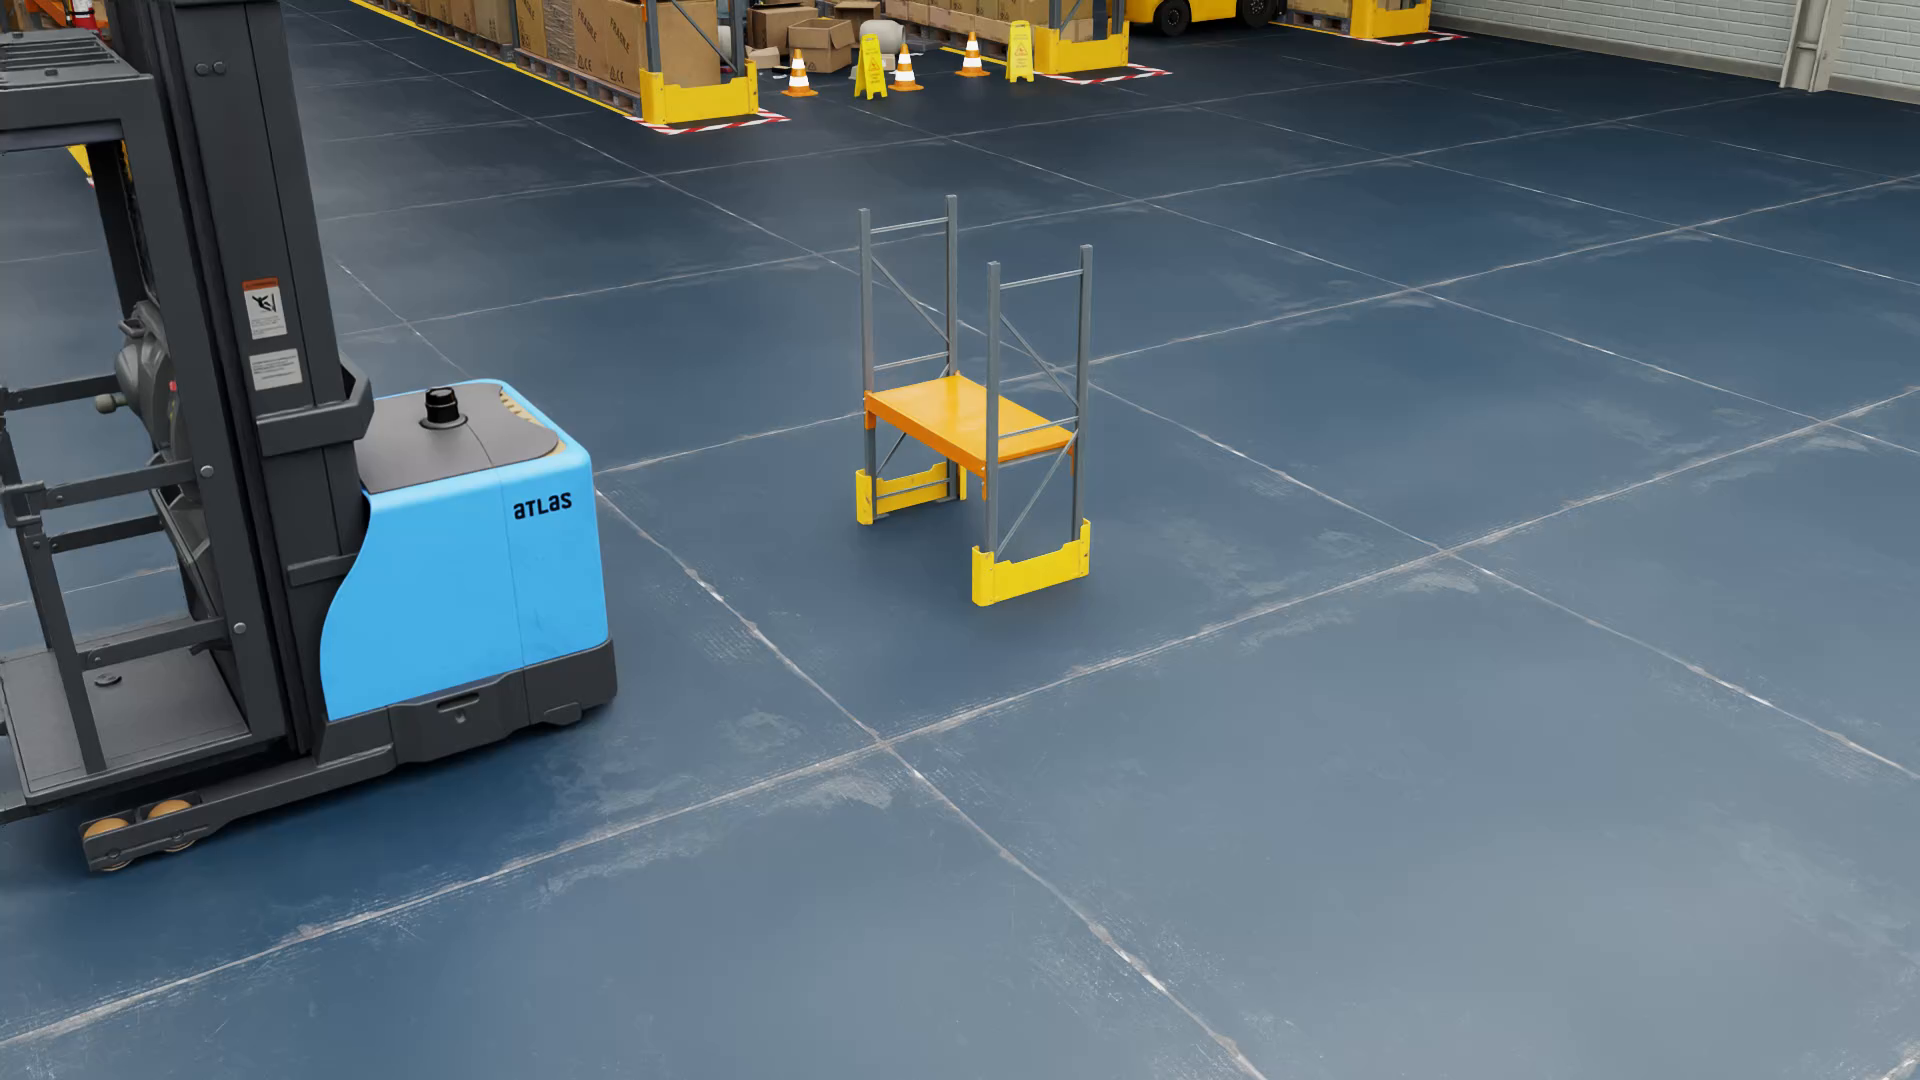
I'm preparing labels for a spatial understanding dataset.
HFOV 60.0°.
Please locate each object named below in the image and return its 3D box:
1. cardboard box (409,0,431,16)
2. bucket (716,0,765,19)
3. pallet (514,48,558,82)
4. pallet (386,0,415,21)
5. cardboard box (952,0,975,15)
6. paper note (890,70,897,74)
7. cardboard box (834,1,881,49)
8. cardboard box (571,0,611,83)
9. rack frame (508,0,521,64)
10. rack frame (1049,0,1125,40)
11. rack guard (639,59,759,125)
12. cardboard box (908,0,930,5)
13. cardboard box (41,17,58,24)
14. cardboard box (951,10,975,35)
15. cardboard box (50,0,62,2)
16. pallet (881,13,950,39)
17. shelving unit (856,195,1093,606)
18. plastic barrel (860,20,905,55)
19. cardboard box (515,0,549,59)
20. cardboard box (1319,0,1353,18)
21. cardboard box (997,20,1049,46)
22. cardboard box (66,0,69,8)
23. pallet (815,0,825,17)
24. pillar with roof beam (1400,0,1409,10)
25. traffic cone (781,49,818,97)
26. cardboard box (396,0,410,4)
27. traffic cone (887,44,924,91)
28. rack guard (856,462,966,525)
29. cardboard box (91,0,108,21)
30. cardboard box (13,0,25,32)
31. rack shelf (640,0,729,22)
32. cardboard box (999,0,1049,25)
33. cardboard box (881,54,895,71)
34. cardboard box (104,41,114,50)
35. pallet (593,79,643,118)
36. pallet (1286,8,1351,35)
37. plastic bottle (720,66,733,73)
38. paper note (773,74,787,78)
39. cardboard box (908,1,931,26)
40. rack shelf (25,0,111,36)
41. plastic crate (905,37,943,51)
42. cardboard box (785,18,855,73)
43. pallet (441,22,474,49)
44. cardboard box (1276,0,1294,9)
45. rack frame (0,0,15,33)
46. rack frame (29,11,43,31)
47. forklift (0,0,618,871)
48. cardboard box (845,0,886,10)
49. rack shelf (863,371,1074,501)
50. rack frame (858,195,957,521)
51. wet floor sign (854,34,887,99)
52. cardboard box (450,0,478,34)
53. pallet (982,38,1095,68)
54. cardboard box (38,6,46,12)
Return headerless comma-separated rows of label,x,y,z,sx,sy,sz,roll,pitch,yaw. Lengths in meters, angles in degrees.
cardboard box,-6.742,-7.455,22.171,1.050,0.750,0.750,-16,30,-30
bucket,-2.809,-6.786,20.665,0.726,0.611,0.620,-6,16,-12
pallet,-4.466,-5.539,19.236,1.003,0.211,1.213,-16,29,-30
pallet,-7.424,-7.540,23.474,1.003,0.211,1.213,-16,29,-30
cardboard box,0.247,-6.729,20.340,0.500,0.500,0.500,-16,30,-31
paper note,-0.723,-5.381,19.112,0.142,0.019,0.148,18,31,33
cardboard box,-1.278,-6.450,20.825,0.500,0.500,0.500,3,25,6
cardboard box,-3.539,-5.430,17.736,0.875,0.875,0.875,-16,30,-30
rack frame,-4.815,-7.090,19.256,1.000,3.000,0.127,-16,29,-30
rack frame,1.461,-6.849,18.745,1.000,3.000,0.127,-16,29,-30
rack guard,-2.619,-4.521,16.740,1.175,0.500,0.348,-16,29,-30
cardboard box,-0.325,-7.103,21.133,0.500,0.500,0.500,-14,29,-28
cardboard box,-9.588,-5.439,18.170,0.700,0.500,0.500,-16,29,-30
cardboard box,0.227,-6.395,20.512,0.500,0.250,0.500,-17,30,-31
cardboard box,-8.078,-4.992,15.105,0.380,0.149,0.250,-16,29,-30
pallet,-0.327,-6.787,21.880,1.003,0.211,1.213,-16,29,-30
shelving unit,0.042,-0.651,7.372,0.587,1.500,1.083,-16,29,-30
plastic barrel,-0.936,-6.070,20.113,0.512,0.421,0.421,3,25,6
cardboard box,-4.531,-6.078,19.108,0.875,0.875,0.875,-15,29,-29
cardboard box,5.096,-7.048,21.896,0.500,0.250,0.500,-15,29,-29
cardboard box,0.781,-6.031,19.740,0.500,0.250,0.500,-16,29,-30
cardboard box,-7.610,-4.740,14.571,0.380,0.149,0.250,-16,29,-30
pallet,-1.819,-7.734,23.885,1.003,0.211,1.213,-16,29,-30
pillar with roof beam,2.385,-10.176,18.765,9.100,9.000,0.400,-16,29,-30
traffic cone,-1.732,-5.033,17.870,0.336,0.463,0.334,-16,29,-30
cardboard box,-7.577,-7.755,23.100,0.500,0.500,0.500,-16,29,-30
traffic cone,-0.599,-5.175,18.170,0.336,0.463,0.334,-16,29,-30
rack guard,-0.230,-0.264,8.016,0.587,0.250,0.087,-16,29,-30
cardboard box,-7.171,-4.480,14.021,0.380,0.149,0.250,-16,29,-30
cardboard box,-10.827,-6.235,19.856,0.700,0.500,0.500,-17,30,-32
rack shelf,-3.723,-6.050,17.894,1.077,0.370,4.000,-16,29,-30
cardboard box,0.805,-6.361,19.561,0.500,0.500,0.500,-15,29,-29
cardboard box,-0.947,-5.558,19.349,0.380,0.149,0.250,-1,25,-3
cardboard box,-8.522,-4.675,16.575,0.500,0.500,0.500,-6,26,-13
pallet,-3.134,-4.666,17.387,1.003,0.211,1.213,-16,29,-30
pallet,5.165,-7.010,22.352,1.003,0.211,1.213,-16,29,-30
plastic bottle,-2.640,-5.449,19.221,0.133,0.061,0.283,18,31,33
paper note,-2.042,-5.258,18.854,0.144,0.017,0.142,-6,26,-12
cardboard box,-0.326,-6.764,21.294,0.500,0.250,0.500,-14,29,-27
rack shelf,-7.934,-4.930,15.522,1.077,0.370,4.000,-16,29,-30
plastic crate,-0.553,-6.207,20.805,0.583,0.080,0.402,18,31,33
cardboard box,-1.620,-5.759,19.359,0.637,0.503,0.797,7,26,15
pallet,-5.970,-6.524,21.324,1.003,0.211,1.213,-16,29,-30
cardboard box,4.567,-7.409,22.661,0.500,0.250,0.500,-15,29,-29
rack frame,-11.210,-7.401,19.914,1.000,3.000,0.127,-16,29,-30
rack frame,-9.026,-5.970,16.884,1.000,3.000,0.127,-16,29,-30
forklift,-2.821,-0.499,5.373,3.031,2.935,1.130,-16,29,-30
cardboard box,-1.011,-7.469,22.643,0.950,0.372,0.625,-15,29,-29
rack shelf,0.047,-0.485,7.442,0.538,0.185,1.000,-16,29,-30
rack frame,-0.231,-0.830,7.750,0.500,1.500,0.032,-16,29,-30
wet floor sign,-0.957,-5.046,17.683,0.267,0.644,0.232,-22,33,-38
cardboard box,-5.753,-6.810,20.805,1.050,0.750,0.750,-16,29,-30
pallet,1.005,-5.914,20.031,1.003,0.211,1.213,-16,29,-30
cardboard box,-10.198,-5.838,19.016,0.700,0.500,0.500,-13,28,-25
